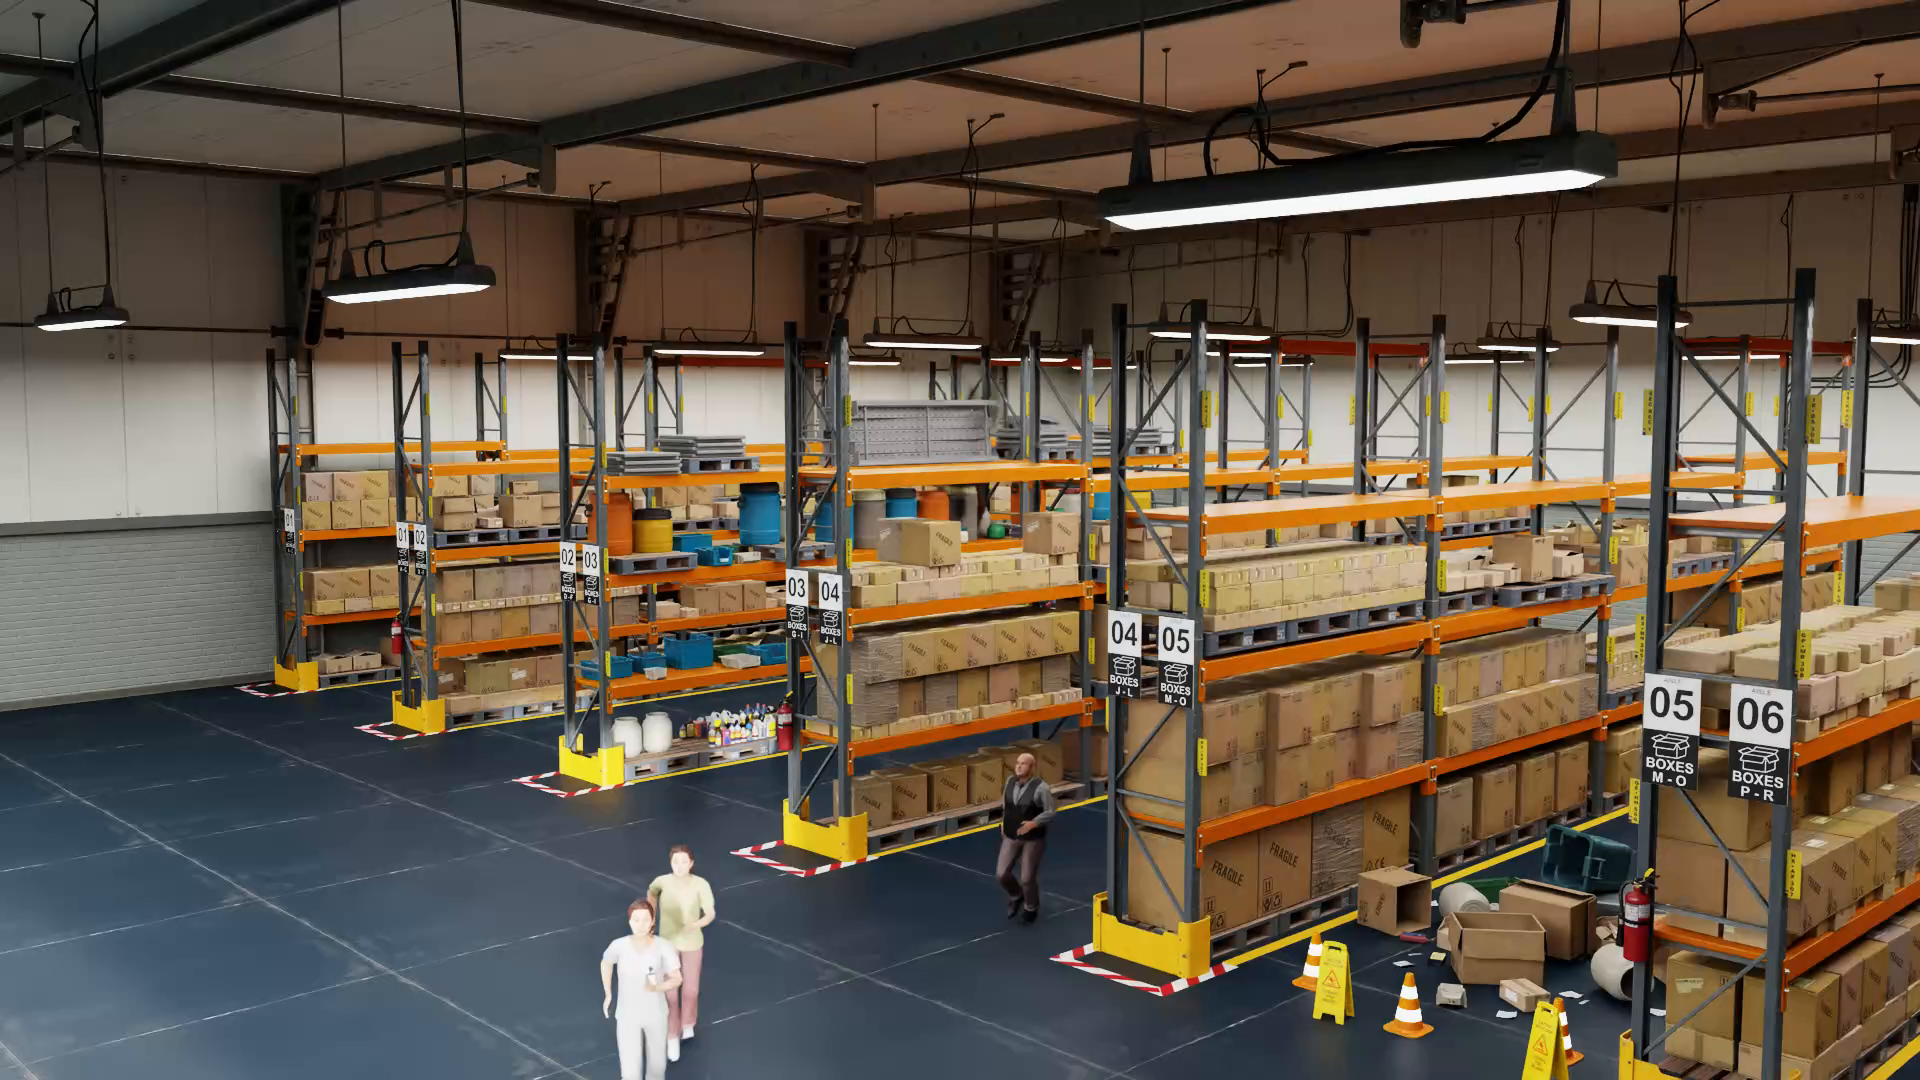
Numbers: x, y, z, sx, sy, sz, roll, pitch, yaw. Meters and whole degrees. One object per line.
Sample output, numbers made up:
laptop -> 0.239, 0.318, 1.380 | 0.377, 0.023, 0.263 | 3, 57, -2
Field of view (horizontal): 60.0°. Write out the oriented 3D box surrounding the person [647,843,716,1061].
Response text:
person -> -2.185, 3.207, 13.038 | 0.542, 1.685, 0.775 | -1, 5, -7

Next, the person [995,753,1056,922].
person -> 0.613, 2.915, 16.220 | 0.666, 1.688, 0.614 | 3, 6, 29

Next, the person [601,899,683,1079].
person -> -2.199, 3.311, 11.502 | 0.560, 1.665, 0.960 | -1, 5, -11

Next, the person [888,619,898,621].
person -> -1.241, 1.479, 29.052 | 0.696, 1.794, 0.878 | 3, 6, 34
